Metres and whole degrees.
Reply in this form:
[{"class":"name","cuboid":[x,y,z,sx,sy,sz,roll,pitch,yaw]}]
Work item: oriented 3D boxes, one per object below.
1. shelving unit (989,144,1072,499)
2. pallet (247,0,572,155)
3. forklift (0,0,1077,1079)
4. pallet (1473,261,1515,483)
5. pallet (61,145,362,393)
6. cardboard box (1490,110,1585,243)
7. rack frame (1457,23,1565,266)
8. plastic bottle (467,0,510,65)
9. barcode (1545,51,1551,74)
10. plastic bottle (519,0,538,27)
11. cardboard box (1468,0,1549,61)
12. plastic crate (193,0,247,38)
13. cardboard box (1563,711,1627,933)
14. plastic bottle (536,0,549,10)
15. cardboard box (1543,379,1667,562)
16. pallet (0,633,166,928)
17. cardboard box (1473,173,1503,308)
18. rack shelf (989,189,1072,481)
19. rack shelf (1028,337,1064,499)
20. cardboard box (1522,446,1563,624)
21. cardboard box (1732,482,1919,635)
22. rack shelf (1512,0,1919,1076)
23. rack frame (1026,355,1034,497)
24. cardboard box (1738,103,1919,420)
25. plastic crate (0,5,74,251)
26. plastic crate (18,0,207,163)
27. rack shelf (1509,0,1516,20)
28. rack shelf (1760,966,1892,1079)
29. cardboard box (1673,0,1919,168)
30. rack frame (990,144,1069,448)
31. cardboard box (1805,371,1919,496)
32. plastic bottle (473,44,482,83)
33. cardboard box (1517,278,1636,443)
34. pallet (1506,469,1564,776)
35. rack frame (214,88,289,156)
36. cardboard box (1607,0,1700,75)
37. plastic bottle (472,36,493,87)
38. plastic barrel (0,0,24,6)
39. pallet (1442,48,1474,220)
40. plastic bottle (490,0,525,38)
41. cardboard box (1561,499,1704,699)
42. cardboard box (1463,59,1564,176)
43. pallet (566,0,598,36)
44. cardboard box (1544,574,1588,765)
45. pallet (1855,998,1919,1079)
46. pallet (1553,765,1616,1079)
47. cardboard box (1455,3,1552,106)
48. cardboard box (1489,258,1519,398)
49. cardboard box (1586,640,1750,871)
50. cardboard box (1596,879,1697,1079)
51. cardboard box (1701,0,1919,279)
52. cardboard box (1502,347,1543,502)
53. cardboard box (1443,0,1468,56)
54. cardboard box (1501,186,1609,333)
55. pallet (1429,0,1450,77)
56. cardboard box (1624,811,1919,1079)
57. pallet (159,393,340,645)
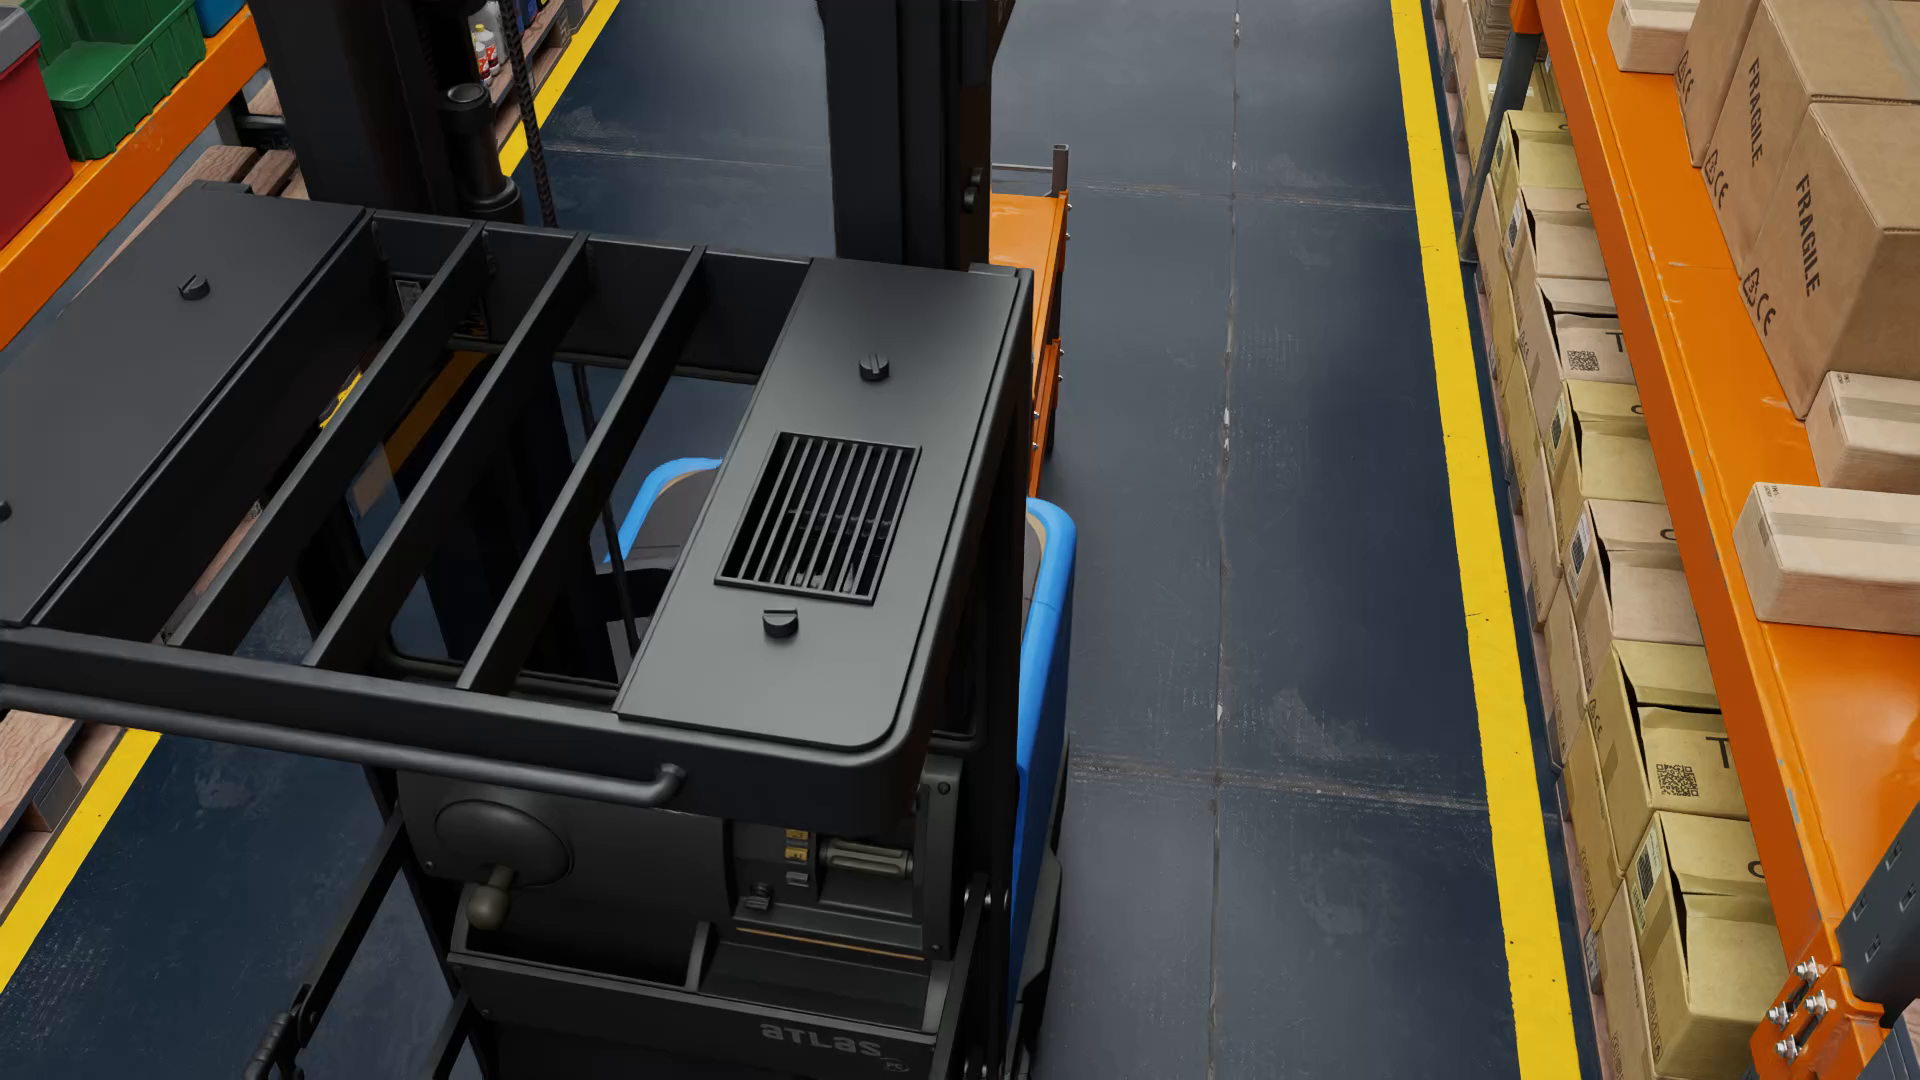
[{"class":"shelving unit","cuboid":[-0.001,-0.404,4.858,0.538,1.125,1.048,5,44,6]},{"class":"pallet","cuboid":[-2.363,-2.036,7.247,1.003,0.211,1.213,5,44,6]},{"class":"forklift","cuboid":[-0.500,0.562,2.525,1.130,2.935,3.031,7,44,8]},{"class":"pallet","cuboid":[2.358,-0.624,5.755,1.003,0.211,1.213,5,44,6]},{"class":"pallet","cuboid":[-2.558,-1.044,6.199,1.003,0.211,1.213,5,44,6]},{"class":"cardboard box","cuboid":[2.115,-1.241,5.665,0.500,0.311,0.500,5,44,6]},{"class":"rack frame","cuboid":[2.416,-2.142,5.331,1.000,3.000,0.127,5,44,6]},{"class":"plastic bottle","cuboid":[-2.001,-2.166,7.017,0.152,0.276,0.135,7,44,7]},{"class":"barcode","cuboid":[1.970,-1.607,5.565,0.001,0.075,0.075,5,44,6]},{"class":"plastic bottle","cuboid":[-1.950,-2.434,7.245,0.144,0.351,0.185,4,44,4]},{"class":"cardboard box","cuboid":[2.339,-2.244,6.587,0.500,0.500,0.500,5,44,6]},{"class":"plastic crate","cuboid":[-2.330,-1.809,4.990,0.392,0.384,0.575,5,44,6]},{"class":"cardboard box","cuboid":[1.780,0.698,4.026,0.500,0.250,0.500,5,44,5]},{"class":"plastic bottle","cuboid":[-1.887,-2.518,7.383,0.061,0.283,0.133,7,44,7]},{"class":"cardboard box","cuboid":[1.913,-0.193,4.559,0.500,0.311,0.500,6,44,7]},{"class":"pallet","cuboid":[-2.881,0.619,4.442,1.003,0.211,1.213,5,44,6]},{"class":"cardboard box","cuboid":[2.118,-1.044,5.865,0.500,0.250,0.500,4,44,5]},{"class":"rack shelf","cuboid":[-0.001,-0.616,4.657,0.538,0.278,1.000,5,44,6]},{"class":"rack shelf","cuboid":[-0.001,-0.226,5.027,0.538,0.278,1.000,5,44,6]},{"class":"cardboard box","cuboid":[1.915,0.004,4.758,0.500,0.250,0.500,6,44,6]},{"class":"cardboard box","cuboid":[1.733,0.037,3.212,0.380,0.149,0.250,5,44,6]},{"class":"rack shelf","cuboid":[2.152,-0.518,4.138,1.077,0.370,4.000,5,44,6]},{"class":"rack frame","cuboid":[-0.068,-0.057,4.492,0.500,1.125,0.032,5,44,6]},{"class":"cardboard box","cuboid":[2.093,-0.597,3.626,0.500,0.500,0.500,3,44,3]},{"class":"plastic crate","cuboid":[-2.505,-0.966,4.041,0.402,0.464,0.583,5,44,6]},{"class":"plastic crate","cuboid":[-2.443,-1.305,4.601,0.450,0.188,0.662,5,44,6]},{"class":"rack shelf","cuboid":[2.681,-3.244,7.017,1.077,0.370,4.000,5,44,6]},{"class":"rack shelf","cuboid":[1.623,2.208,1.259,1.077,0.370,4.000,5,44,6]},{"class":"cardboard box","cuboid":[2.229,-1.297,4.366,0.500,0.500,0.500,8,44,9]},{"class":"rack frame","cuboid":[0.066,-0.750,5.224,0.500,1.125,0.032,5,44,6]},{"class":"cardboard box","cuboid":[2.000,-0.199,3.461,0.380,0.149,0.250,8,44,9]},{"class":"plastic bottle","cuboid":[-2.016,-1.941,6.783,0.097,0.271,0.097,0,43,0]},{"class":"cardboard box","cuboid":[1.976,-0.547,4.933,0.500,0.311,0.500,4,44,4]},{"class":"pallet","cuboid":[2.199,0.210,4.875,1.003,0.211,1.213,5,44,6]},{"class":"rack frame","cuboid":[-2.493,-2.595,5.809,1.000,3.000,0.127,5,44,6]},{"class":"cardboard box","cuboid":[2.097,-1.466,4.799,0.380,0.149,0.250,5,44,6]},{"class":"plastic bottle","cuboid":[-2.003,-1.985,6.880,0.097,0.201,0.097,0,43,0]},{"class":"plastic barrel","cuboid":[-2.820,-1.657,4.918,0.301,0.262,0.301,0,43,0]},{"class":"pallet","cuboid":[2.563,-1.668,6.858,1.003,0.211,1.213,5,44,6]},{"class":"plastic bottle","cuboid":[-1.975,-2.305,7.109,0.144,0.351,0.185,6,44,7]},{"class":"cardboard box","cuboid":[1.845,0.148,4.198,0.500,0.311,0.500,5,44,5]},{"class":"cardboard box","cuboid":[2.261,-1.632,6.486,0.500,0.250,0.500,5,44,6]},{"class":"pallet","cuboid":[-2.204,-2.870,8.128,1.003,0.211,1.213,5,44,6]},{"class":"cardboard box","cuboid":[1.850,0.355,4.388,0.500,0.250,0.500,6,44,6]},{"class":"pallet","cuboid":[1.868,1.122,2.023,1.213,0.211,1.003,5,44,6]},{"class":"pallet","cuboid":[2.035,1.039,3.999,1.003,0.211,1.213,5,44,6]},{"class":"cardboard box","cuboid":[2.337,-1.972,6.845,0.500,0.250,0.500,5,44,6]},{"class":"cardboard box","cuboid":[2.049,-0.696,5.497,0.500,0.250,0.500,6,44,7]},{"class":"cardboard box","cuboid":[1.775,0.492,3.835,0.500,0.311,0.500,5,44,5]},{"class":"cardboard box","cuboid":[1.715,1.049,3.655,0.500,0.250,0.500,6,44,7]},{"class":"cardboard box","cuboid":[2.163,-0.956,4.005,0.500,0.500,0.500,5,44,6]},{"class":"cardboard box","cuboid":[1.983,-0.342,5.124,0.500,0.250,0.500,4,44,4]},{"class":"cardboard box","cuboid":[2.389,-2.314,7.207,0.500,0.250,0.500,5,44,6]},{"class":"cardboard box","cuboid":[2.044,-0.900,5.305,0.500,0.311,0.500,5,44,5]},{"class":"pallet","cuboid":[2.722,-2.502,7.738,1.003,0.211,1.213,5,44,6]},{"class":"cardboard box","cuboid":[1.713,0.847,3.460,0.500,0.311,0.500,6,44,7]},{"class":"pallet","cuboid":[-2.717,-0.210,5.318,1.003,0.211,1.213,5,44,6]}]
